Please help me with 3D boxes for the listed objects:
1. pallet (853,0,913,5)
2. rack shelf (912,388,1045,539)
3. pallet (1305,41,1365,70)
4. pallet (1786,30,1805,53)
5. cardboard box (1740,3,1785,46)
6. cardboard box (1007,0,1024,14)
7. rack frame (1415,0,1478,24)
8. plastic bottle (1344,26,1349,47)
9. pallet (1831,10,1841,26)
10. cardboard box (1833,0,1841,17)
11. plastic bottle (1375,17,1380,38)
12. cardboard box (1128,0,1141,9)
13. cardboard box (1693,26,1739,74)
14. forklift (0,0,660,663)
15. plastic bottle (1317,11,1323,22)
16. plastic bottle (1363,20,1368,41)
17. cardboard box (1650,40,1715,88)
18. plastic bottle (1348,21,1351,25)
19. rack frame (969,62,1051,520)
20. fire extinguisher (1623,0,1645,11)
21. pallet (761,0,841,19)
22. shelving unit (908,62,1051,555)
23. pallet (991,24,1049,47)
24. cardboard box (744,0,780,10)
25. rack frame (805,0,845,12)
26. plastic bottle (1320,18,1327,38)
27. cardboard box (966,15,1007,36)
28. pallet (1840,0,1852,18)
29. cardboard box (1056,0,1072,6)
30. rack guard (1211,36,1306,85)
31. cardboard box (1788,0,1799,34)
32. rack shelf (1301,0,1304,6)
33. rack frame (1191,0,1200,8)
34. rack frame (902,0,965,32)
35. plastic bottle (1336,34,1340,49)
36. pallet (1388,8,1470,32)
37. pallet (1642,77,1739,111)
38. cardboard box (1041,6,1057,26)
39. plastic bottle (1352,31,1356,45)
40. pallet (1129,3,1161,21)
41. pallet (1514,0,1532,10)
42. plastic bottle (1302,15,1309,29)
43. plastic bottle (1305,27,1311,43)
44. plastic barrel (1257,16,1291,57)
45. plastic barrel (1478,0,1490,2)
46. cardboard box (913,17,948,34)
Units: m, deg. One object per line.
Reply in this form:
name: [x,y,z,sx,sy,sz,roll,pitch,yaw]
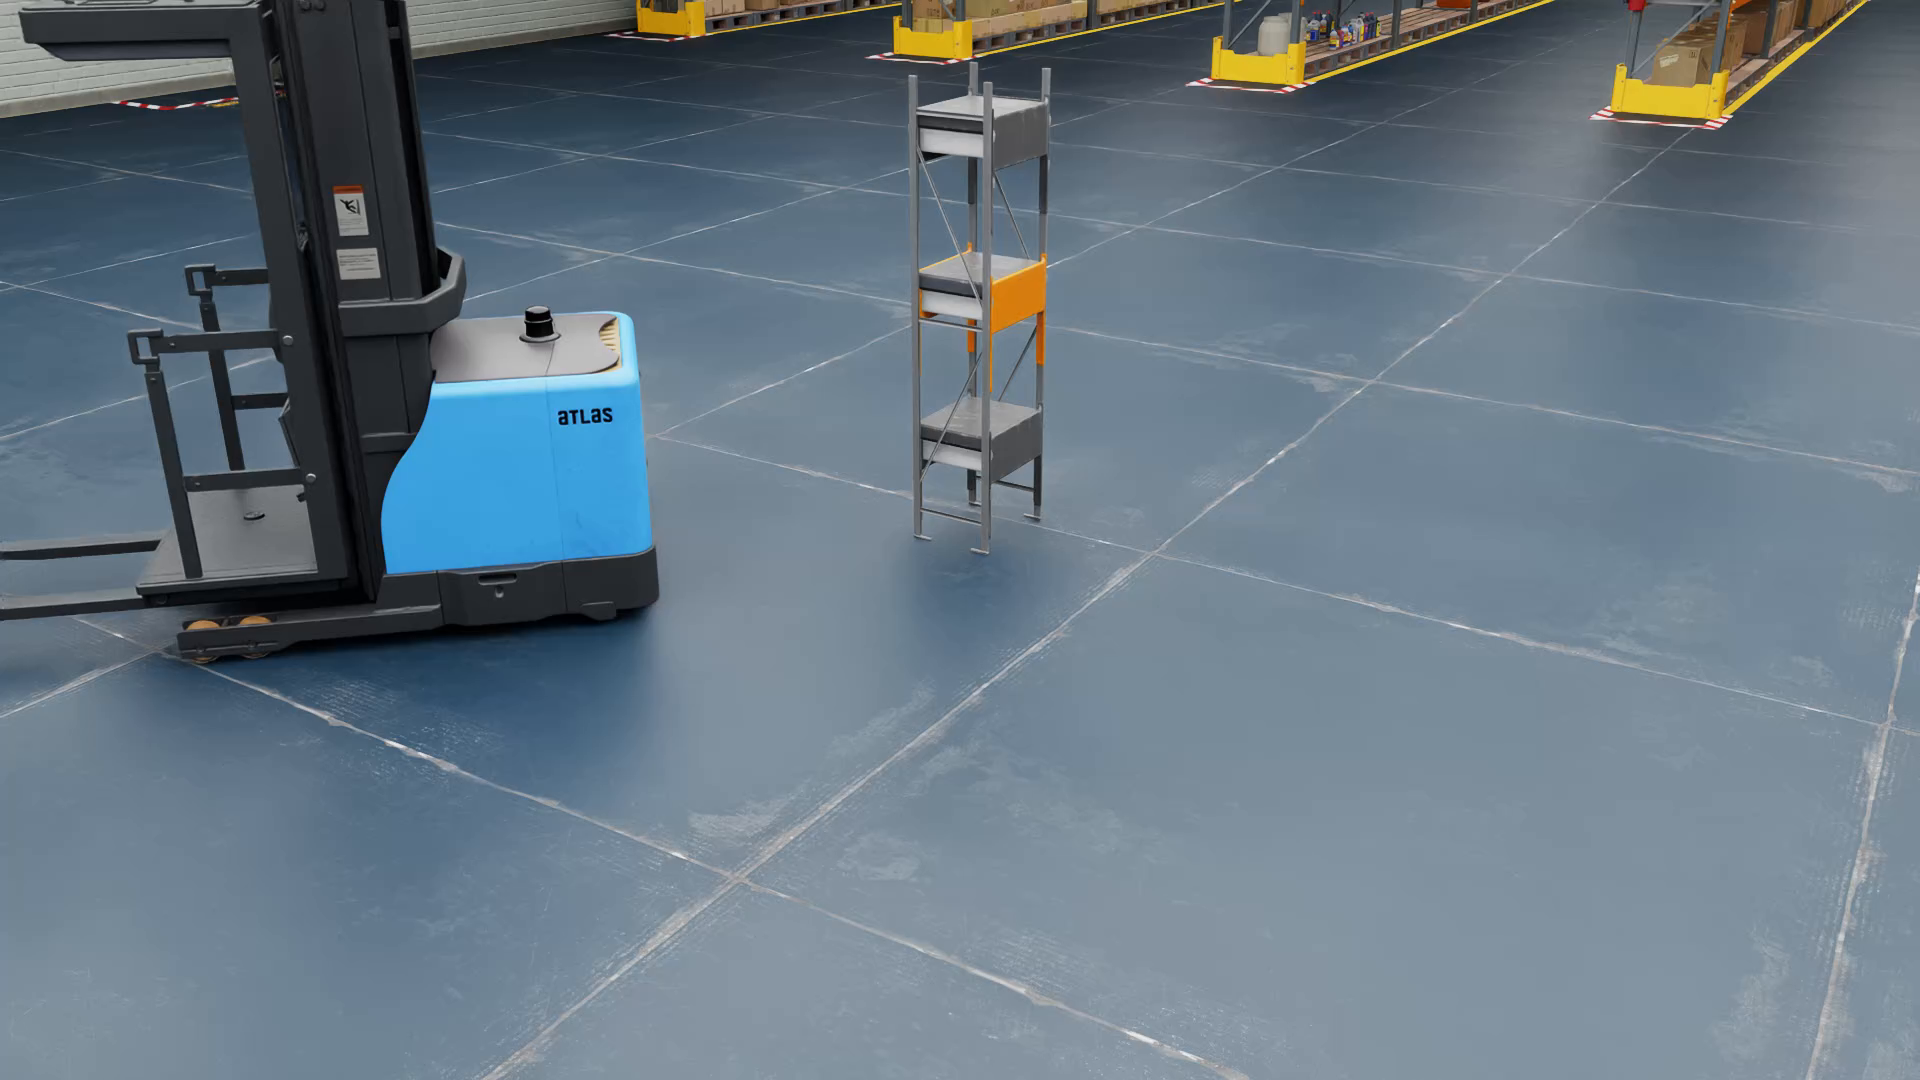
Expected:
pallet: [-1.426,-10.099,30.812,1.003,0.211,1.213,14,27,29]
rack shelf: [0.087,-0.365,7.745,0.431,0.518,0.480,14,27,29]
pallet: [4.906,-6.715,22.995,1.003,0.211,1.213,14,27,29]
pallet: [11.843,-7.395,24.565,1.003,0.211,1.213,14,27,29]
cardboard box: [11.051,-7.191,23.178,0.700,0.500,0.500,11,26,24]
cardboard box: [0.609,-8.065,24.592,0.500,0.500,0.500,14,27,29]
rack frame: [8.048,-9.976,27.018,1.000,3.000,0.127,14,27,29]
plastic bottle: [5.283,-6.921,22.843,0.097,0.271,0.097,0,23,0]
pallet: [14.023,-8.732,27.655,1.003,0.211,1.213,14,27,29]
cardboard box: [13.575,-8.983,26.872,1.225,0.875,0.875,13,27,27]
plastic bottle: [5.965,-7.349,23.817,0.061,0.283,0.133,15,28,32]
cardboard box: [2.697,-9.028,27.760,0.500,0.250,0.500,13,27,27]
cardboard box: [9.345,-6.086,20.650,0.500,0.500,0.500,11,26,24]
forklift: [-2.839,-1.084,6.565,3.031,2.935,1.130,-5,24,-11]
plastic bottle: [5.160,-7.426,23.910,0.144,0.351,0.185,15,27,30]
plastic bottle: [5.692,-7.175,23.413,0.061,0.283,0.133,16,28,32]
cardboard box: [8.380,-5.490,19.275,0.500,0.500,0.500,20,30,38]
plastic bottle: [5.471,-7.142,23.338,0.061,0.283,0.133,14,27,29]
rack frame: [0.216,-1.102,7.652,0.400,2.100,0.015,14,27,29]
fire extinguisher: [7.584,-6.260,18.532,0.296,0.674,0.183,14,27,29]
pallet: [-2.802,-9.188,28.708,1.003,0.211,1.213,14,27,29]
shelving unit: [0.087,-1.019,7.462,0.431,2.100,0.503,14,27,29]
pallet: [0.634,-7.712,25.299,1.003,0.211,1.213,14,27,29]
cardboard box: [-3.417,-9.051,27.474,0.700,0.500,0.500,12,26,26]
rack frame: [-2.478,-10.702,28.695,1.000,3.000,0.127,14,27,29]
plastic bottle: [5.186,-7.316,23.754,0.097,0.271,0.097,0,23,0]
cardboard box: [0.355,-7.550,24.346,0.500,0.250,0.500,14,27,29]
pallet: [14.834,-9.248,28.848,1.003,0.211,1.213,14,27,29]
cardboard box: [1.400,-8.571,25.762,0.500,0.500,0.500,14,27,29]
rack guard: [3.829,-6.164,21.359,1.175,0.500,0.348,14,27,29]
cardboard box: [11.920,-7.762,24.497,0.700,0.500,0.500,12,26,26]
rack shelf: [4.883,-7.620,22.483,1.077,0.370,4.000,14,27,29]
rack frame: [3.842,-11.015,29.418,1.000,3.000,0.127,14,27,29]
rack frame: [-0.378,-8.315,23.181,1.000,3.000,0.127,14,27,29]
plastic bottle: [5.104,-6.775,22.592,0.097,0.201,0.097,0,23,0]
pallet: [7.607,-8.443,26.986,1.003,0.211,1.213,14,27,29]
pallet: [8.535,-5.250,19.612,1.003,0.211,1.213,14,27,29]
cardboard box: [1.150,-8.055,25.513,0.500,0.250,0.500,14,27,29]
plastic bottle: [5.444,-6.992,23.094,0.097,0.201,0.097,0,23,0]
pallet: [2.730,-9.055,28.402,1.003,0.211,1.213,14,27,29]
pallet: [9.716,-9.794,30.109,1.003,0.211,1.213,14,27,29]
plastic bottle: [4.836,-7.219,23.431,0.144,0.351,0.185,14,27,29]
plastic bottle: [4.864,-7.077,23.291,0.097,0.201,0.097,0,23,0]
plastic barrel: [4.111,-6.565,21.741,0.421,0.512,0.421,0,23,0]
plastic barrel: [8.888,-9.612,28.683,0.600,0.588,0.708,14,27,29]
cardboard box: [-0.346,-7.489,24.205,0.500,0.250,0.500,14,27,29]
